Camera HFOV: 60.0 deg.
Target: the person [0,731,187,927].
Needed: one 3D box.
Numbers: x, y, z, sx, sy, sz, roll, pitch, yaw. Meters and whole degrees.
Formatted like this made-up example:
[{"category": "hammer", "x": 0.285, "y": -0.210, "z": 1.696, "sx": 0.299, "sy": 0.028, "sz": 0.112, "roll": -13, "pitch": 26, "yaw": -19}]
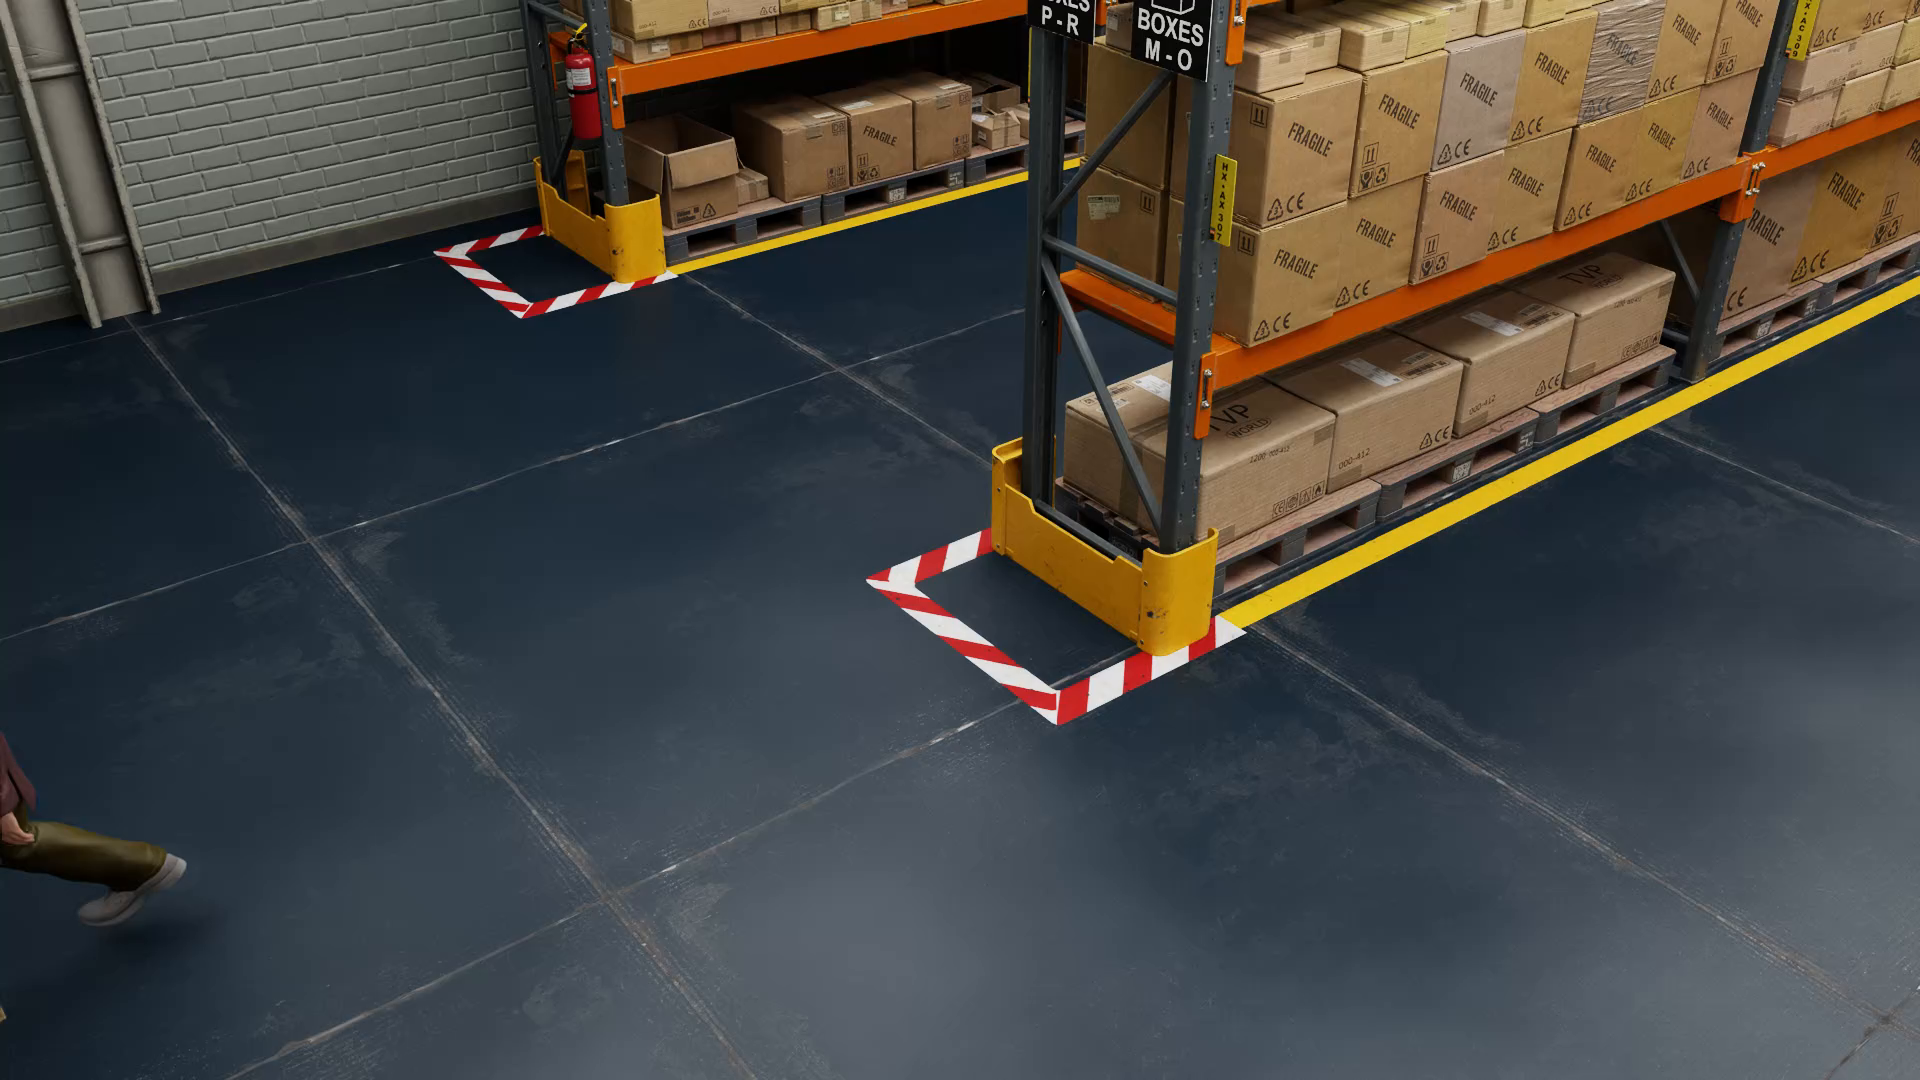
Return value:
[{"category": "person", "x": -3.023, "y": 0.693, "z": 5.031, "sx": 0.994, "sy": 1.743, "sz": 0.601, "roll": -15, "pitch": 35, "yaw": -23}]
